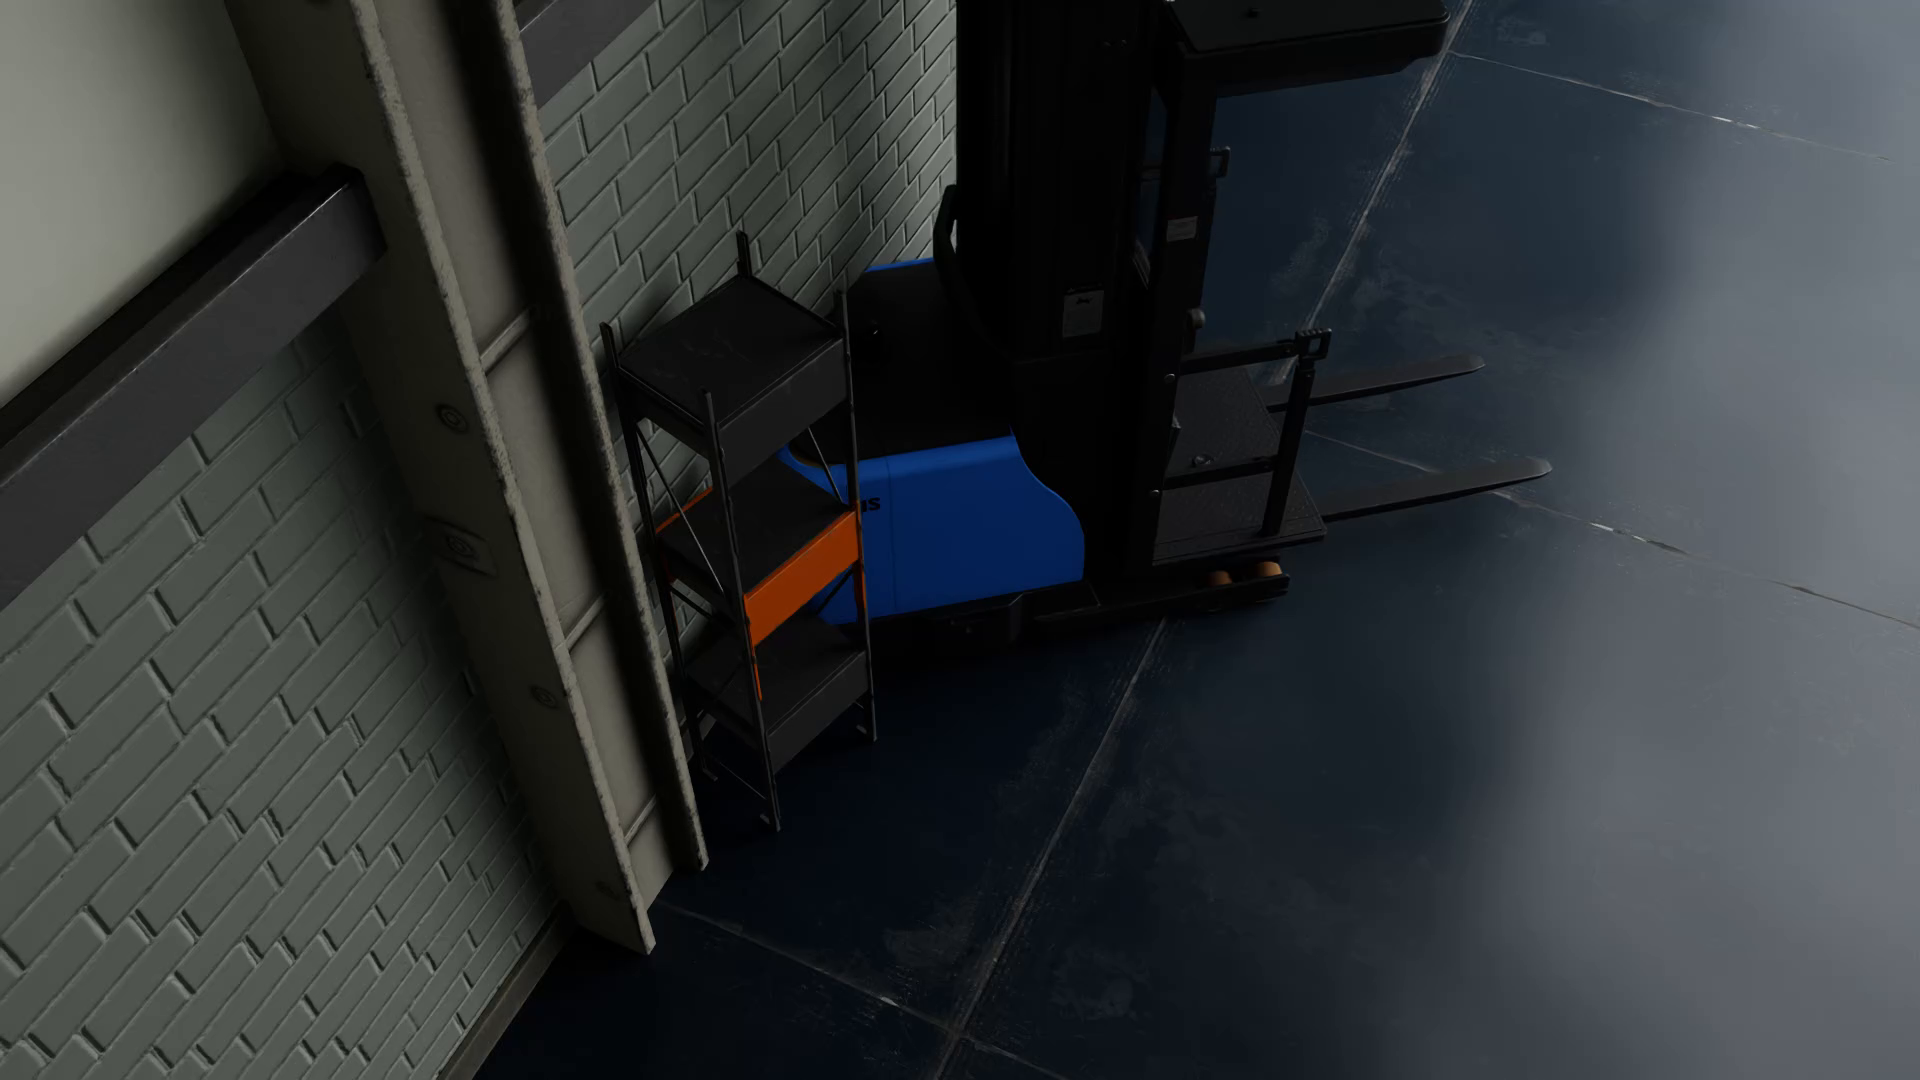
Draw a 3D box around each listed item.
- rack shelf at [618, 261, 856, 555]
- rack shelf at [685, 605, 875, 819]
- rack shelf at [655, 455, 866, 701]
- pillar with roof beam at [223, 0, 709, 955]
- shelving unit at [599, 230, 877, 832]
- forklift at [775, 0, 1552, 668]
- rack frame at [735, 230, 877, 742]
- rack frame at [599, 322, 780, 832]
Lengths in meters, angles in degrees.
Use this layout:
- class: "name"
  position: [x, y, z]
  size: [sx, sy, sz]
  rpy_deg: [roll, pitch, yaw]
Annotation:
- class: "rack shelf"
  position: [-0.614, -0.365, 4.596]
  size: [0.431, 0.518, 0.480]
  rpy_deg: [33, 57, 25]
- class: "rack shelf"
  position: [-0.614, 0.542, 5.662]
  size: [0.431, 0.518, 0.480]
  rpy_deg: [33, 57, 25]
- class: "rack shelf"
  position: [-0.614, 0.089, 5.129]
  size: [0.431, 0.518, 0.480]
  rpy_deg: [33, 57, 25]
- class: "pillar with roof beam"
  position: [2.821, -0.347, 0.952]
  size: [9.100, 9.000, 0.400]
  rpy_deg: [20, 52, 16]
- class: "shelving unit"
  position: [-0.614, 0.080, 5.119]
  size: [0.431, 2.100, 0.503]
  rpy_deg: [33, 57, 25]
- class: "forklift"
  position: [0.768, -1.061, 5.544]
  size: [3.031, 2.935, 1.130]
  rpy_deg: [-10, 50, -9]
- class: "rack frame"
  position: [-0.455, -0.061, 5.238]
  size: [0.400, 2.100, 0.015]
  rpy_deg: [33, 57, 25]
- class: "rack frame"
  position: [-0.774, 0.220, 4.999]
  size: [0.400, 2.100, 0.015]
  rpy_deg: [33, 57, 25]
